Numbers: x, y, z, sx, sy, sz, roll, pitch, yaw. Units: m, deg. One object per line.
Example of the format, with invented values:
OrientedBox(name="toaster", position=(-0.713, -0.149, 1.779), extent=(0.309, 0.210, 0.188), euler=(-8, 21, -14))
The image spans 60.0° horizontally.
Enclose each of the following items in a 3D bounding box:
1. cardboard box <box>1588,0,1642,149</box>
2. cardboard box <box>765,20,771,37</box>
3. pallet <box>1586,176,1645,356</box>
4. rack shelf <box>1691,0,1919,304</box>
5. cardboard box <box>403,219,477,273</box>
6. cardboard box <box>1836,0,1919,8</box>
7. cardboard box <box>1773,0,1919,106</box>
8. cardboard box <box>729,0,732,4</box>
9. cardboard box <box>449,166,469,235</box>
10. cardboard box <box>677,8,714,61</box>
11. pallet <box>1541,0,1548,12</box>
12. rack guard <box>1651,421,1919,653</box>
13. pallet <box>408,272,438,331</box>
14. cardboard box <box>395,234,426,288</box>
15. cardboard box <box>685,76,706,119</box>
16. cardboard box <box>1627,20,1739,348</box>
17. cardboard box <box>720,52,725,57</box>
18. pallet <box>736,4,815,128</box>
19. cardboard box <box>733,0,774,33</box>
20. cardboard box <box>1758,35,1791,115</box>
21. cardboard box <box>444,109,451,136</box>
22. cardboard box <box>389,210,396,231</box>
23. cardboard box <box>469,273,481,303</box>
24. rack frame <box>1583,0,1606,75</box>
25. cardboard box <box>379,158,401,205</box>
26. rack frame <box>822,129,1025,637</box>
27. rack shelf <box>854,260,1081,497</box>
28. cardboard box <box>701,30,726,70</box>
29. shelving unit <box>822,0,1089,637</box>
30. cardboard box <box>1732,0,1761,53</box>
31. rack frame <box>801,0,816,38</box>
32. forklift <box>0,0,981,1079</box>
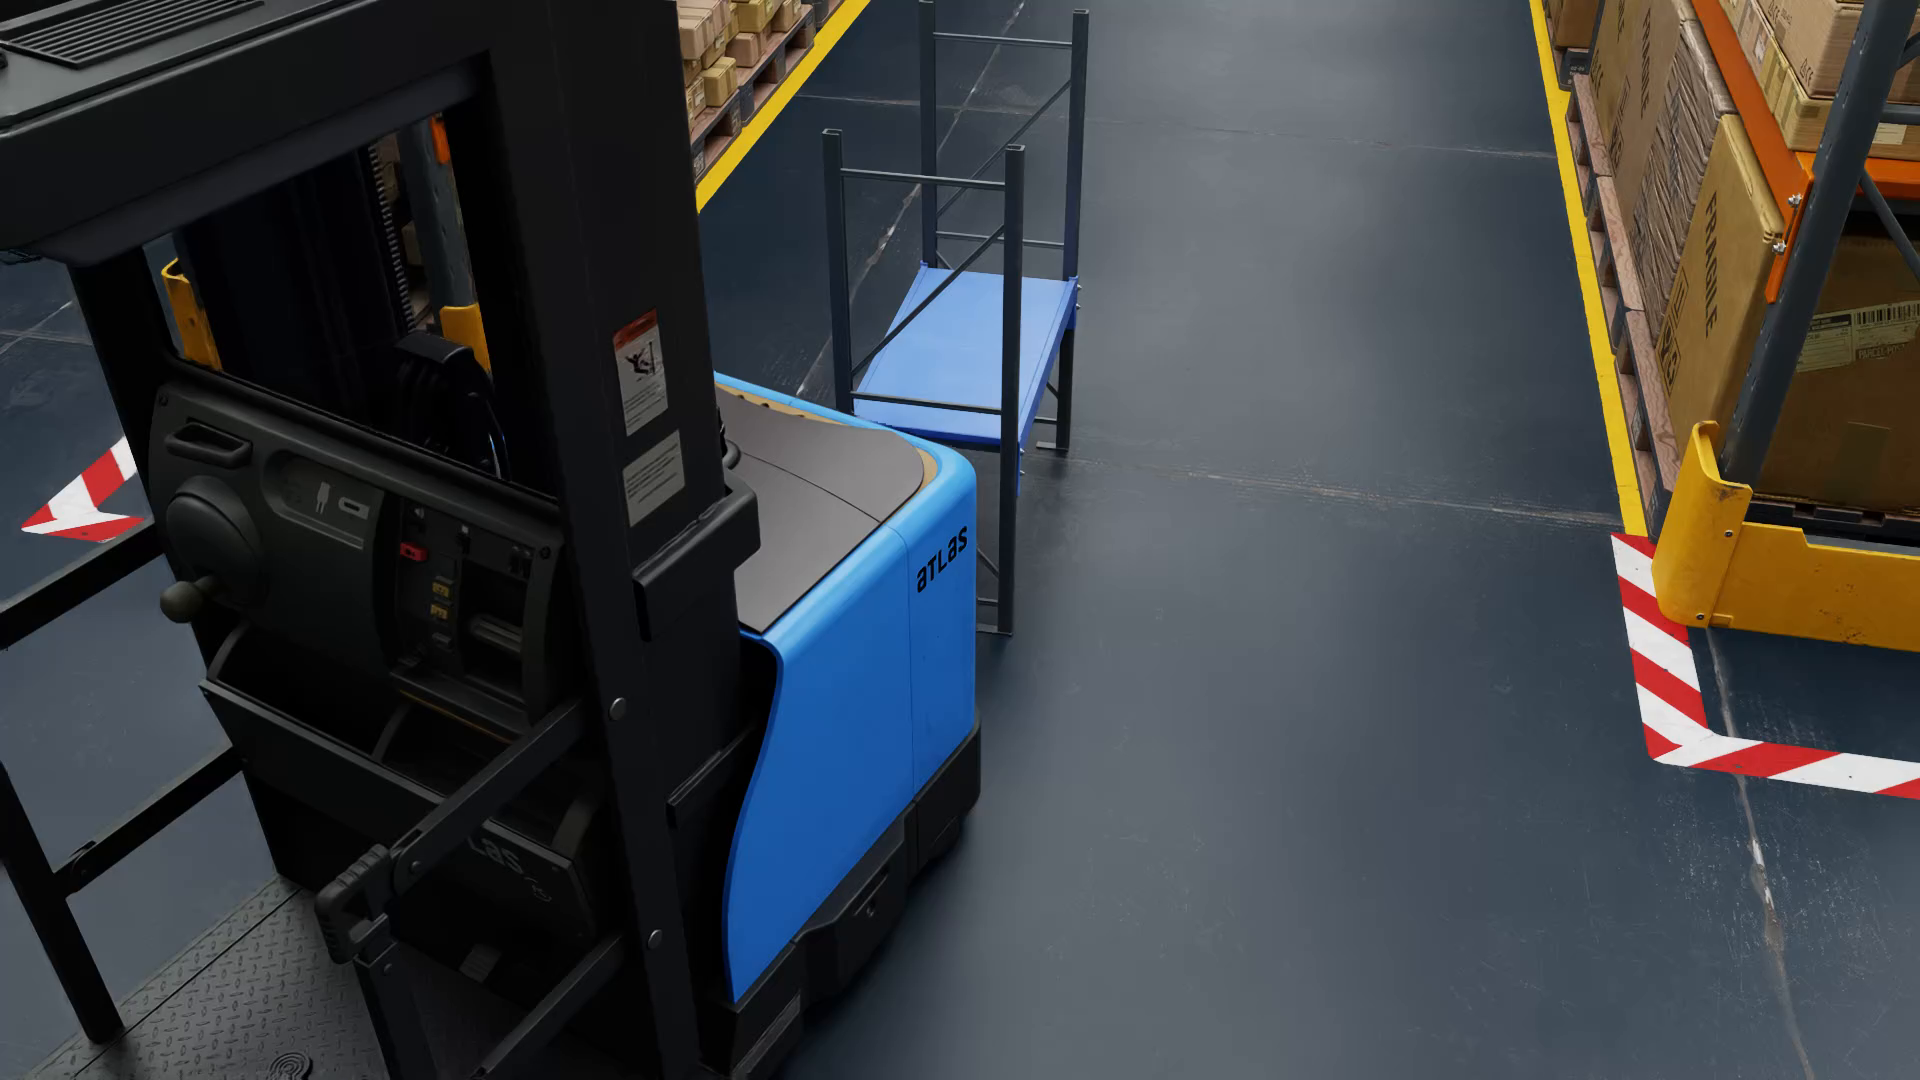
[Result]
OrientedBox(name="cardboard box", position=(3.323, -2.244, 7.242), extent=(0.875, 0.875, 0.875), euler=(7, 37, 10))
OrientedBox(name="cardboard box", position=(-1.170, -2.592, 8.341), extent=(0.380, 0.149, 0.250), euler=(8, 37, 11))
OrientedBox(name="pallet", position=(3.045, -1.045, 6.513), extent=(1.003, 0.211, 1.213), euler=(7, 37, 10))
OrientedBox(name="rack shelf", position=(3.115, -1.864, 5.879), extent=(1.077, 0.370, 4.000), euler=(7, 37, 10))
OrientedBox(name="cardboard box", position=(-1.774, -1.093, 6.020), extent=(0.380, 0.149, 0.250), euler=(9, 37, 12))
OrientedBox(name="cardboard box", position=(2.535, -1.685, 4.254), extent=(0.500, 0.500, 0.500), euler=(8, 37, 11))
OrientedBox(name="cardboard box", position=(2.532, -1.380, 4.472), extent=(0.500, 0.250, 0.500), euler=(7, 36, 9))
OrientedBox(name="cardboard box", position=(-1.297, -2.568, 7.801), extent=(0.380, 0.149, 0.250), euler=(8, 37, 11))
OrientedBox(name="cardboard box", position=(-1.693, -1.203, 5.918), extent=(0.380, 0.149, 0.250), euler=(6, 36, 8))
OrientedBox(name="cardboard box", position=(-1.311, -2.245, 7.356), extent=(0.380, 0.149, 0.250), euler=(6, 36, 8))
OrientedBox(name="pallet", position=(3.891, -3.327, 9.660), extent=(1.003, 0.211, 1.213), euler=(7, 37, 10))
OrientedBox(name="rack guard", position=(2.682, 0.017, 4.801), extent=(1.175, 0.500, 0.348), euler=(7, 37, 10))
OrientedBox(name="pallet", position=(-1.912, -1.064, 6.539), extent=(1.003, 0.211, 1.213), euler=(7, 37, 10))
OrientedBox(name="cardboard box", position=(-2.228, -1.032, 6.190), extent=(0.380, 0.149, 0.250), euler=(8, 37, 11))
OrientedBox(name="cardboard box", position=(-1.375, -1.996, 7.519), extent=(0.380, 0.149, 0.250), euler=(8, 37, 11))
OrientedBox(name="cardboard box", position=(2.940, -1.217, 5.826), extent=(0.875, 0.875, 0.875), euler=(7, 37, 10))
OrientedBox(name="cardboard box", position=(-1.339, -2.296, 7.934), extent=(0.380, 0.149, 0.250), euler=(6, 36, 9))
OrientedBox(name="pallet", position=(-1.391, -2.463, 8.469), extent=(1.003, 0.211, 1.213), euler=(7, 37, 10))
OrientedBox(name="cardboard box", position=(-1.124, -2.585, 8.079), extent=(0.380, 0.149, 0.250), euler=(6, 36, 8))
OrientedBox(name="cardboard box", position=(2.496, -1.302, 4.704), extent=(0.380, 0.149, 0.250), euler=(8, 37, 10))
OrientedBox(name="cardboard box", position=(-2.113, -1.722, 6.635), extent=(0.380, 0.149, 0.250), euler=(6, 36, 8))
OrientedBox(name="cardboard box", position=(-2.302, -1.163, 6.117), extent=(0.380, 0.149, 0.250), euler=(6, 36, 9))
OrientedBox(name="cardboard box", position=(-1.712, -0.965, 6.096), extent=(0.380, 0.149, 0.250), euler=(8, 37, 11))
OrientedBox(name="rack frame", position=(3.542, -3.302, 7.250), extent=(1.000, 3.000, 0.127), euler=(7, 37, 10))
OrientedBox(name="cardboard box", position=(-2.271, -1.281, 6.025), extent=(0.380, 0.149, 0.250), euler=(8, 37, 11))
OrientedBox(name="rack frame", position=(-0.090, -0.365, 4.475), extent=(0.500, 1.500, 0.032), euler=(7, 37, 10))
OrientedBox(name="rack shelf", position=(0.018, -0.511, 4.983), extent=(0.538, 0.185, 1.000), euler=(7, 37, 10))
OrientedBox(name="cardboard box", position=(-1.309, -2.305, 7.692), extent=(0.380, 0.149, 0.250), euler=(8, 37, 11))
OrientedBox(name="shelving unit", position=(0.018, -0.656, 4.877), extent=(0.538, 1.500, 1.048), euler=(7, 37, 10))
OrientedBox(name="cardboard box", position=(2.605, -1.589, 5.101), extent=(0.380, 0.149, 0.250), euler=(8, 37, 11))
OrientedBox(name="rack frame", position=(-1.282, -3.982, 8.188), extent=(1.000, 3.000, 0.127), euler=(7, 37, 10))
OrientedBox(name="forklift", position=(-1.133, 0.093, 2.625), extent=(1.130, 2.935, 3.031), euler=(19, 40, 24))
